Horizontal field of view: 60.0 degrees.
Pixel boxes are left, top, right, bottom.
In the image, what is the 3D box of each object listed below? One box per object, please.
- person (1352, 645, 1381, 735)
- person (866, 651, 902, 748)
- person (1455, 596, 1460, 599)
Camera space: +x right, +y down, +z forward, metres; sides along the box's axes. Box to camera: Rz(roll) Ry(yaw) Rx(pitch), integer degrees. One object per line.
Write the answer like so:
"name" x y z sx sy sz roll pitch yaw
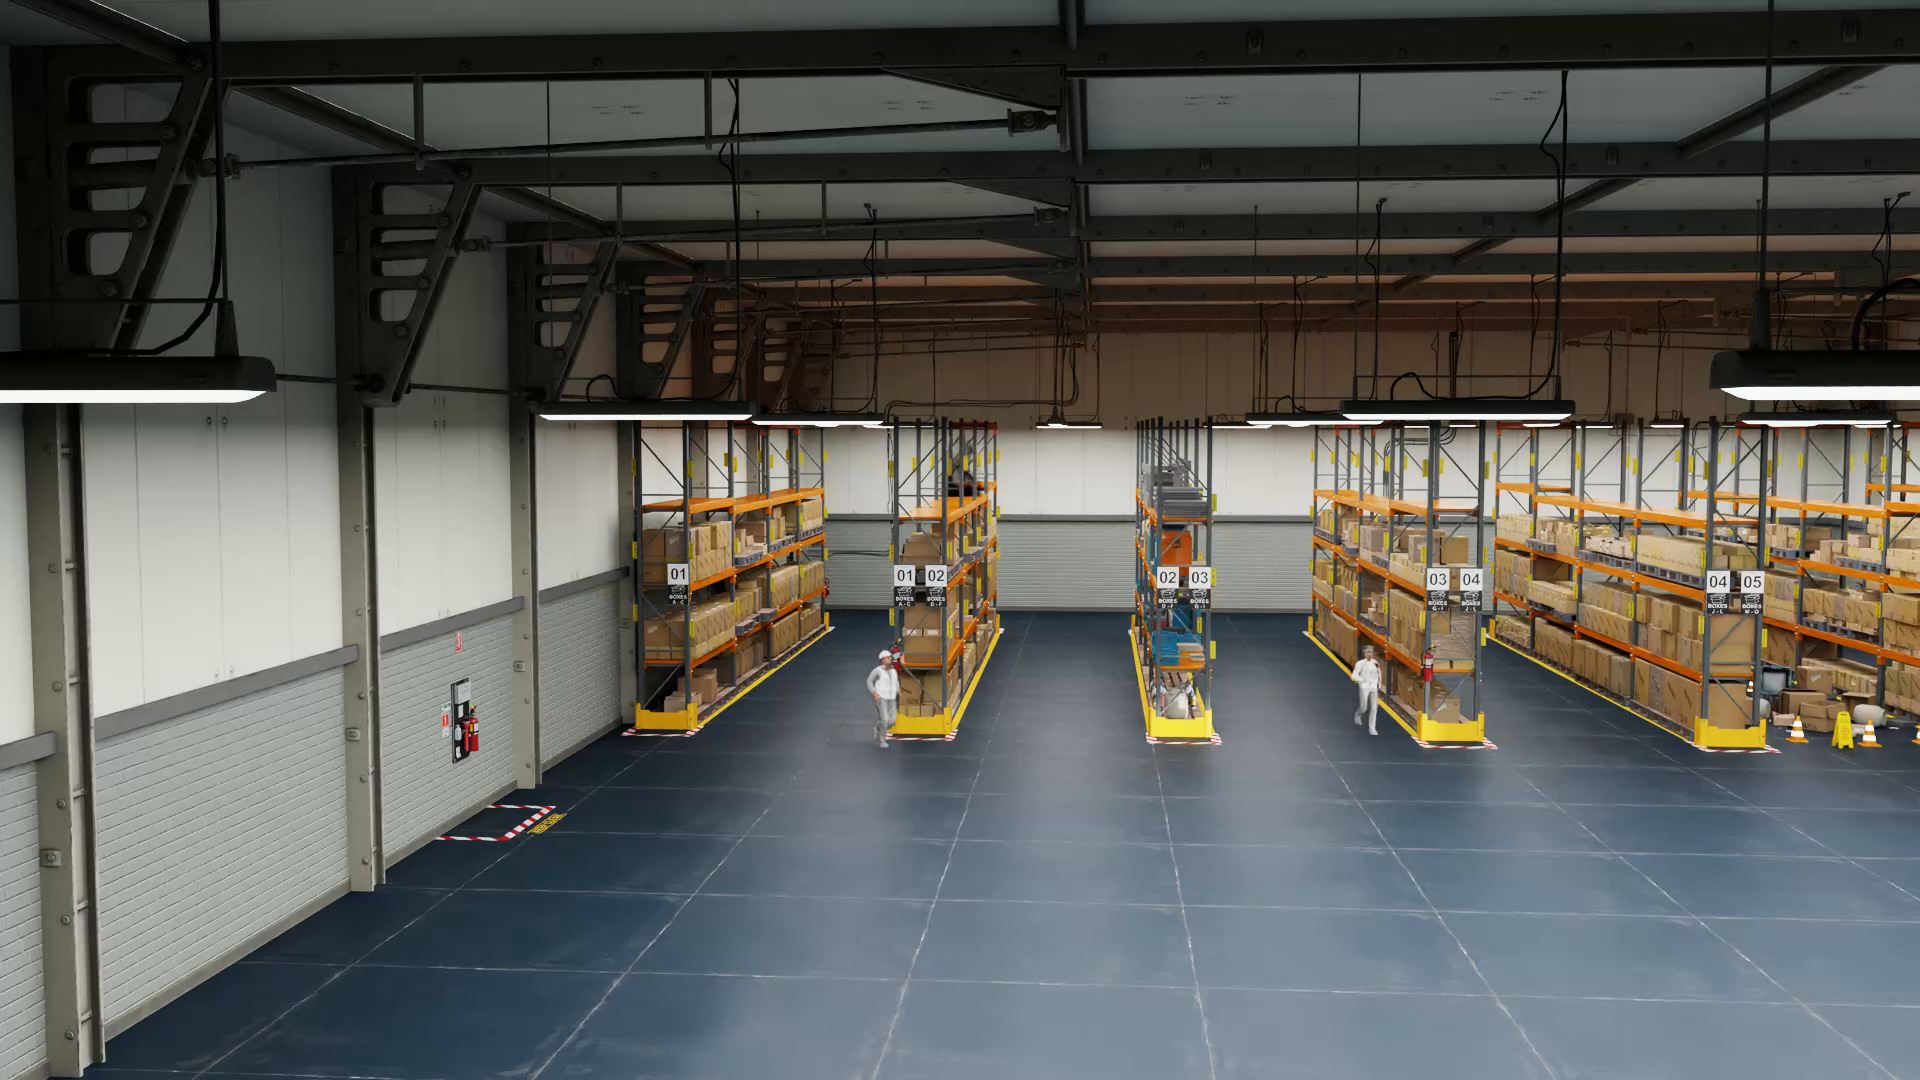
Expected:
"person" 7.732 2.814 31.481 0.618 1.665 0.877 0 4 -5
"person" -1.360 2.892 30.351 0.703 1.734 0.559 -3 5 -37
"person" 13.395 2.045 44.386 0.571 1.553 0.690 1 4 14
